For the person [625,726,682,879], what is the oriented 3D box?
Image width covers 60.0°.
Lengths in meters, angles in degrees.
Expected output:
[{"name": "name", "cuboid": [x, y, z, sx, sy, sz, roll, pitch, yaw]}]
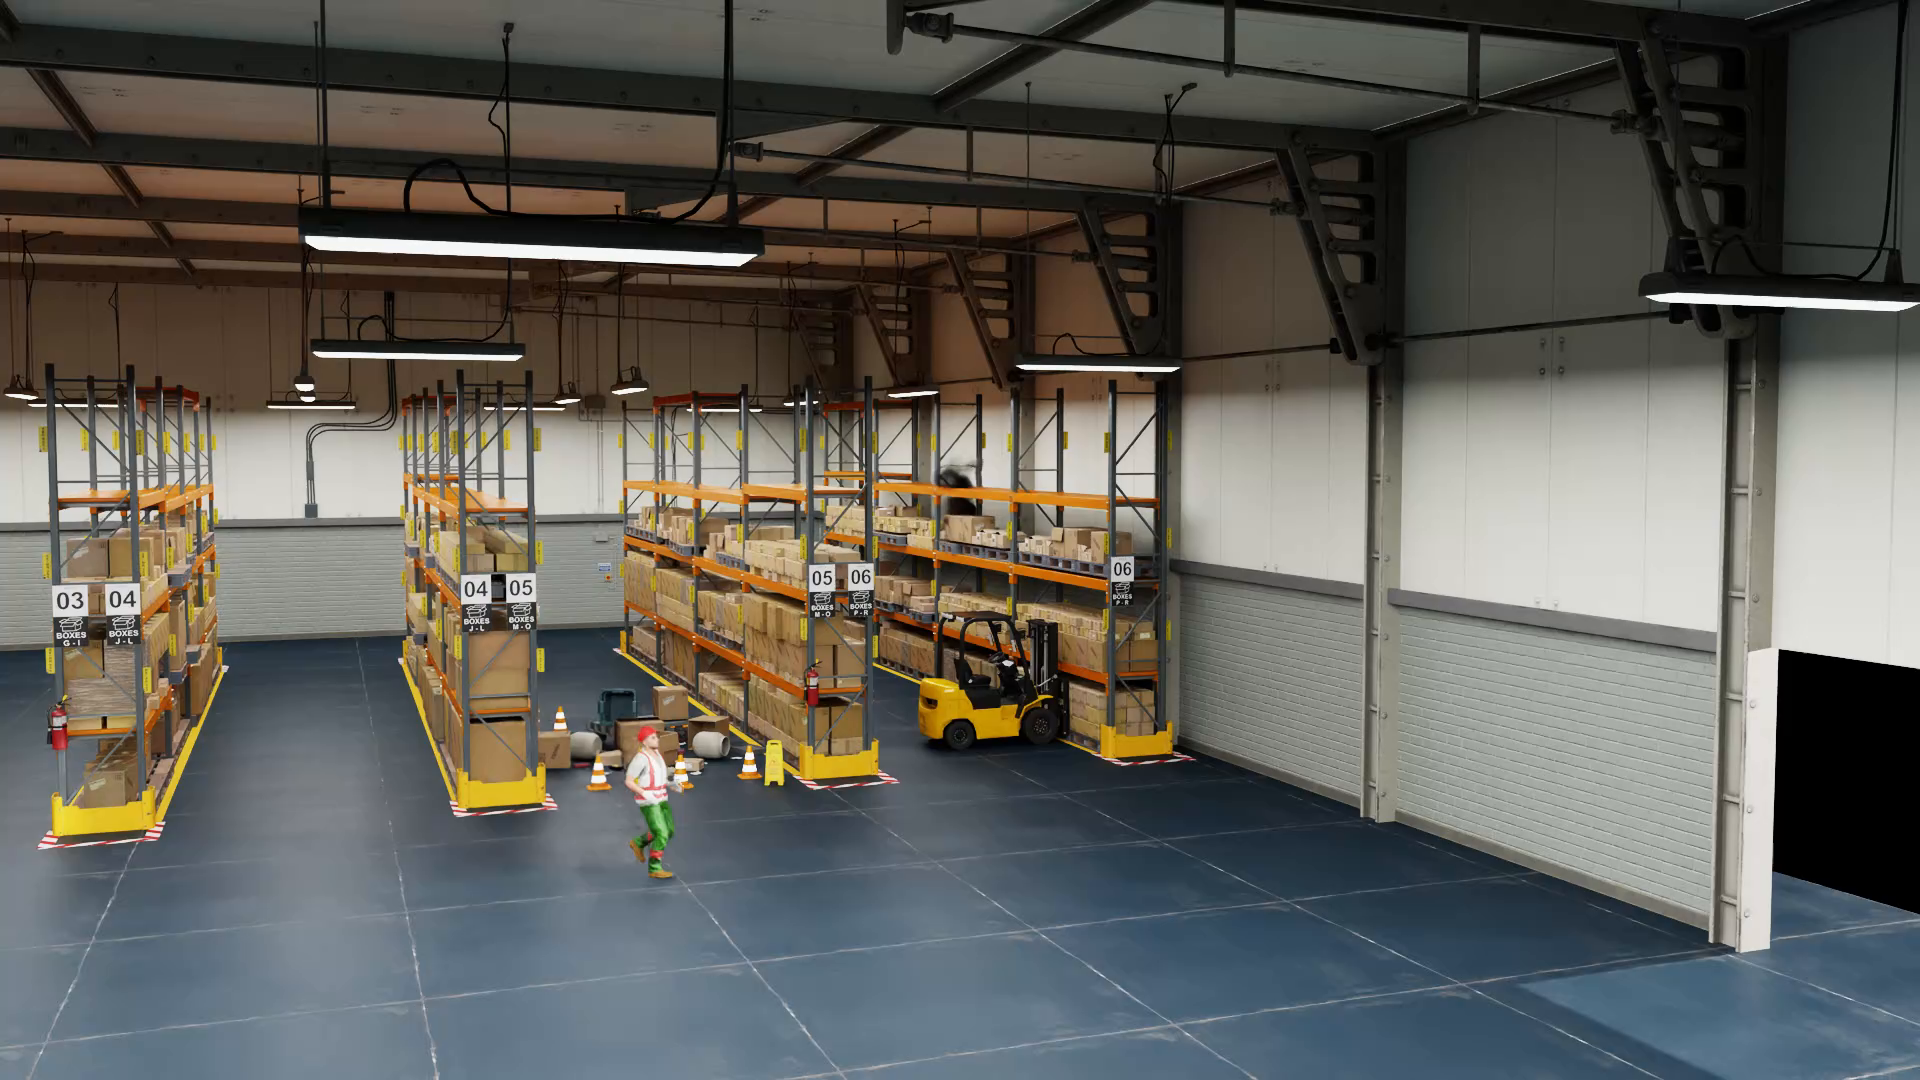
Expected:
[{"name": "person", "cuboid": [-3.597, 3.013, 19.188, 0.645, 1.740, 0.696, 1, 4, 21]}]
